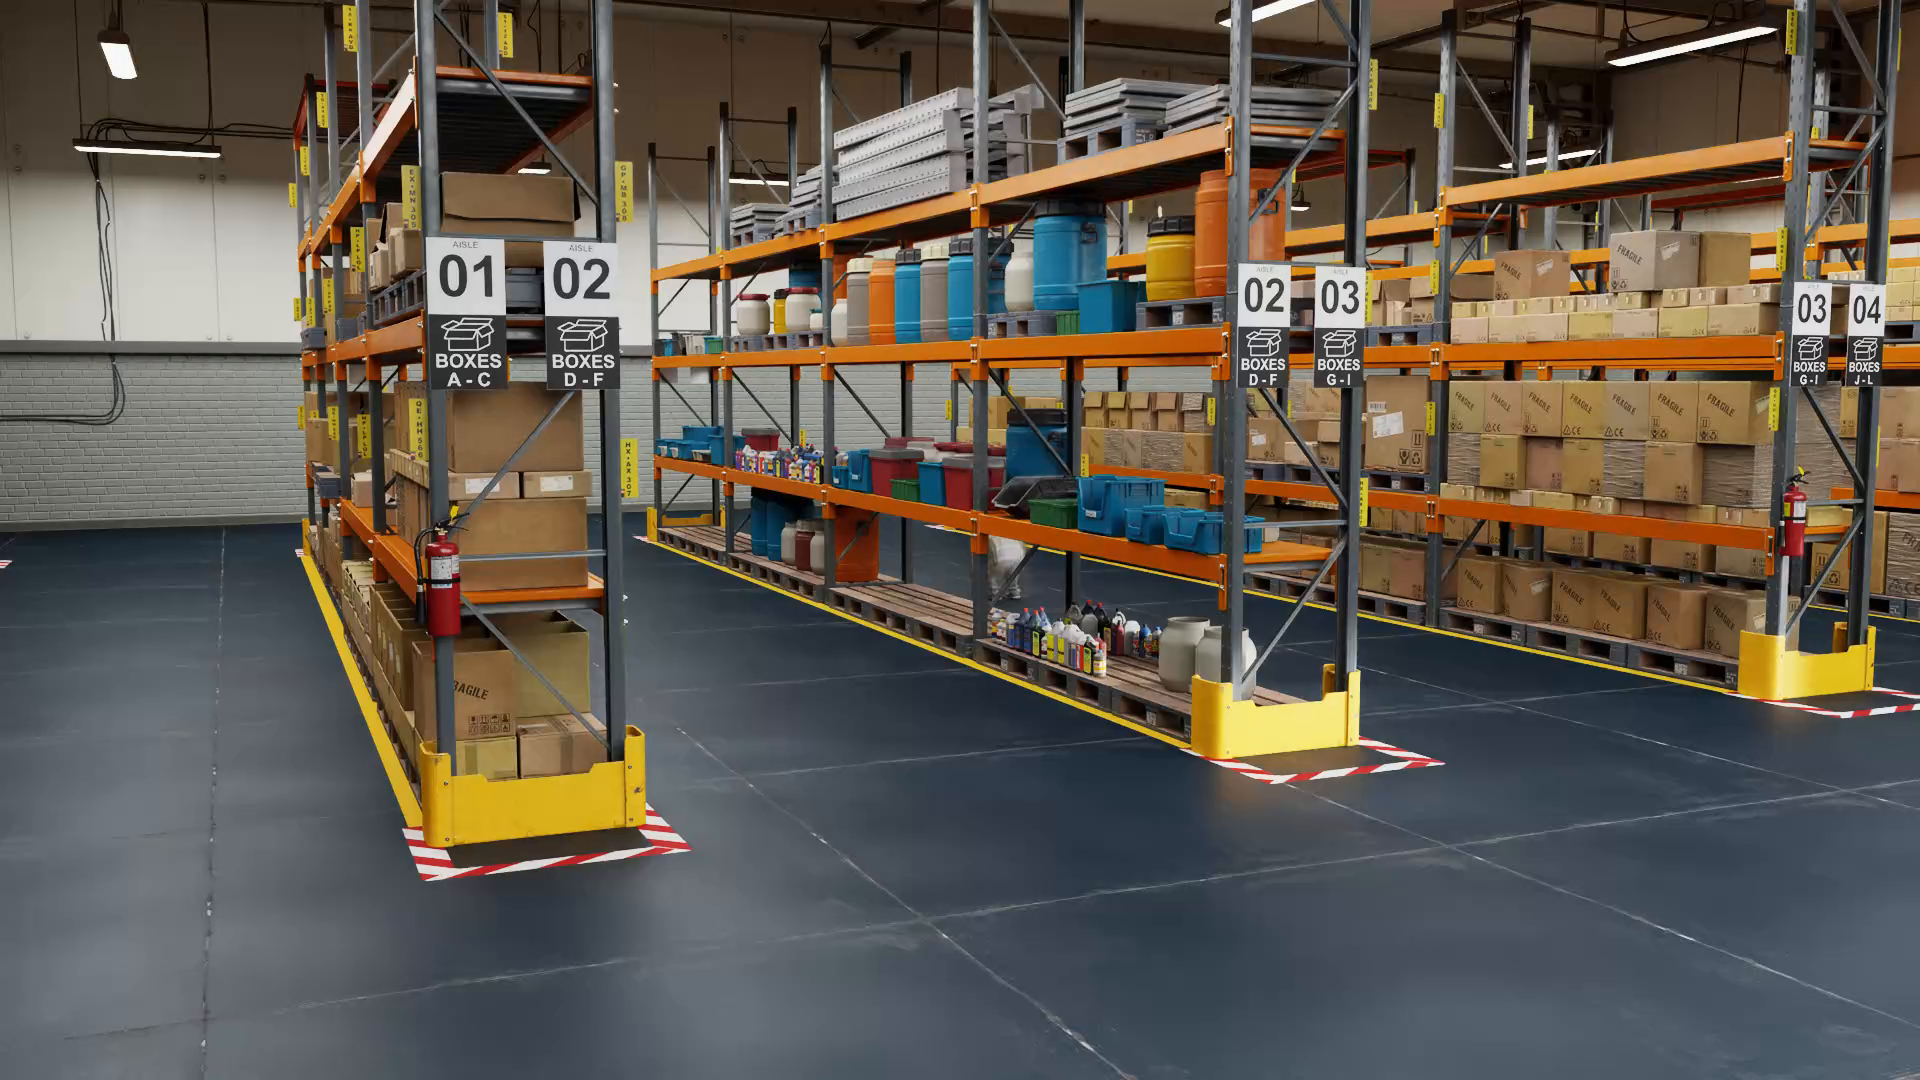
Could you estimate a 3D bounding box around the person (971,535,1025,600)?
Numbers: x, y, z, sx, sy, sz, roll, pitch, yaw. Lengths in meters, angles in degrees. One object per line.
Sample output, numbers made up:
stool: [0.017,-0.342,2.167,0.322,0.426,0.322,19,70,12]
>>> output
person: [0.420,0.175,18.837,0.466,0.980,0.839,-3,6,-25]
